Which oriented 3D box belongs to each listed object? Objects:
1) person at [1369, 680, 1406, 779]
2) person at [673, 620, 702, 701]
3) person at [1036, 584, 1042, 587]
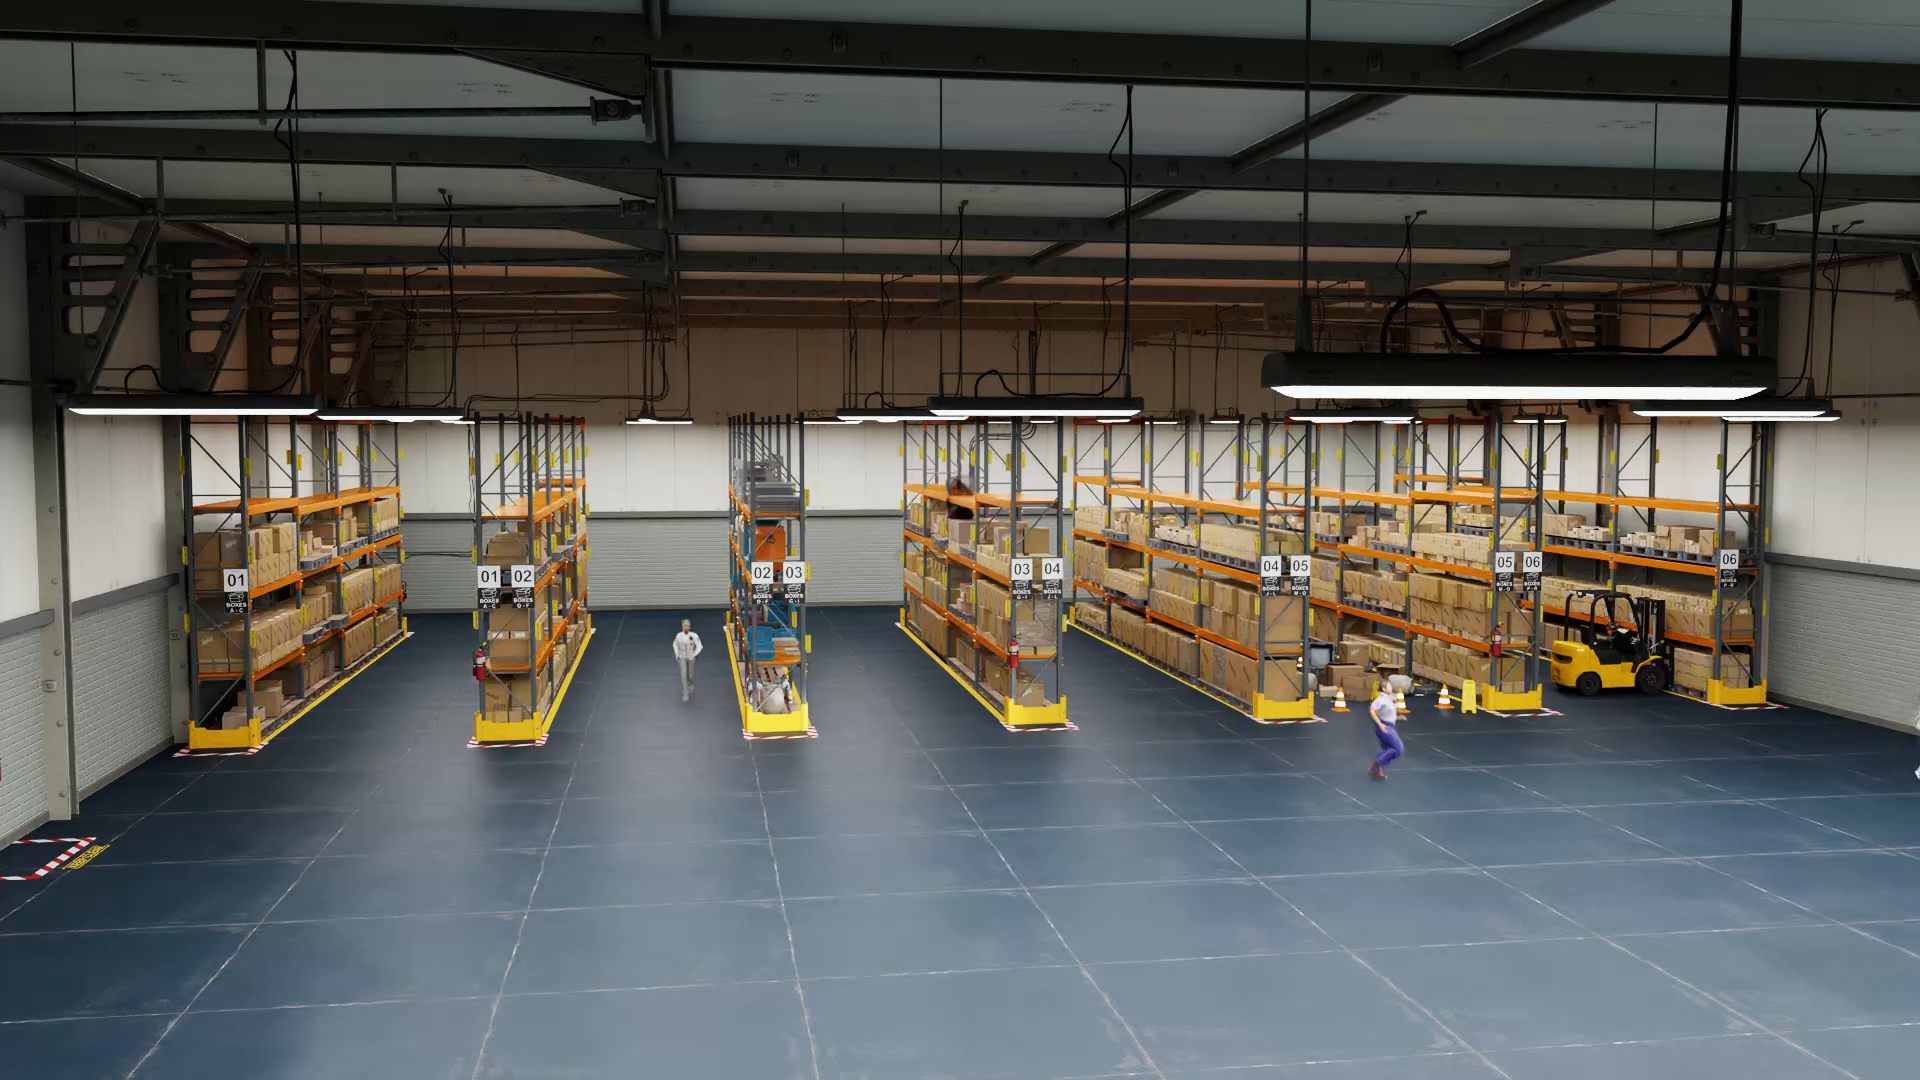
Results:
[{"bbox_3d":[6.943,3.079,26.977,0.583,1.609,0.592,1,4,18],"label":"person"},{"bbox_3d":[-5.753,2.509,35.121,0.632,1.694,0.819,0,4,-3],"label":"person"},{"bbox_3d":[2.022,1.622,47.856,0.734,1.700,0.515,2,4,23],"label":"person"}]
